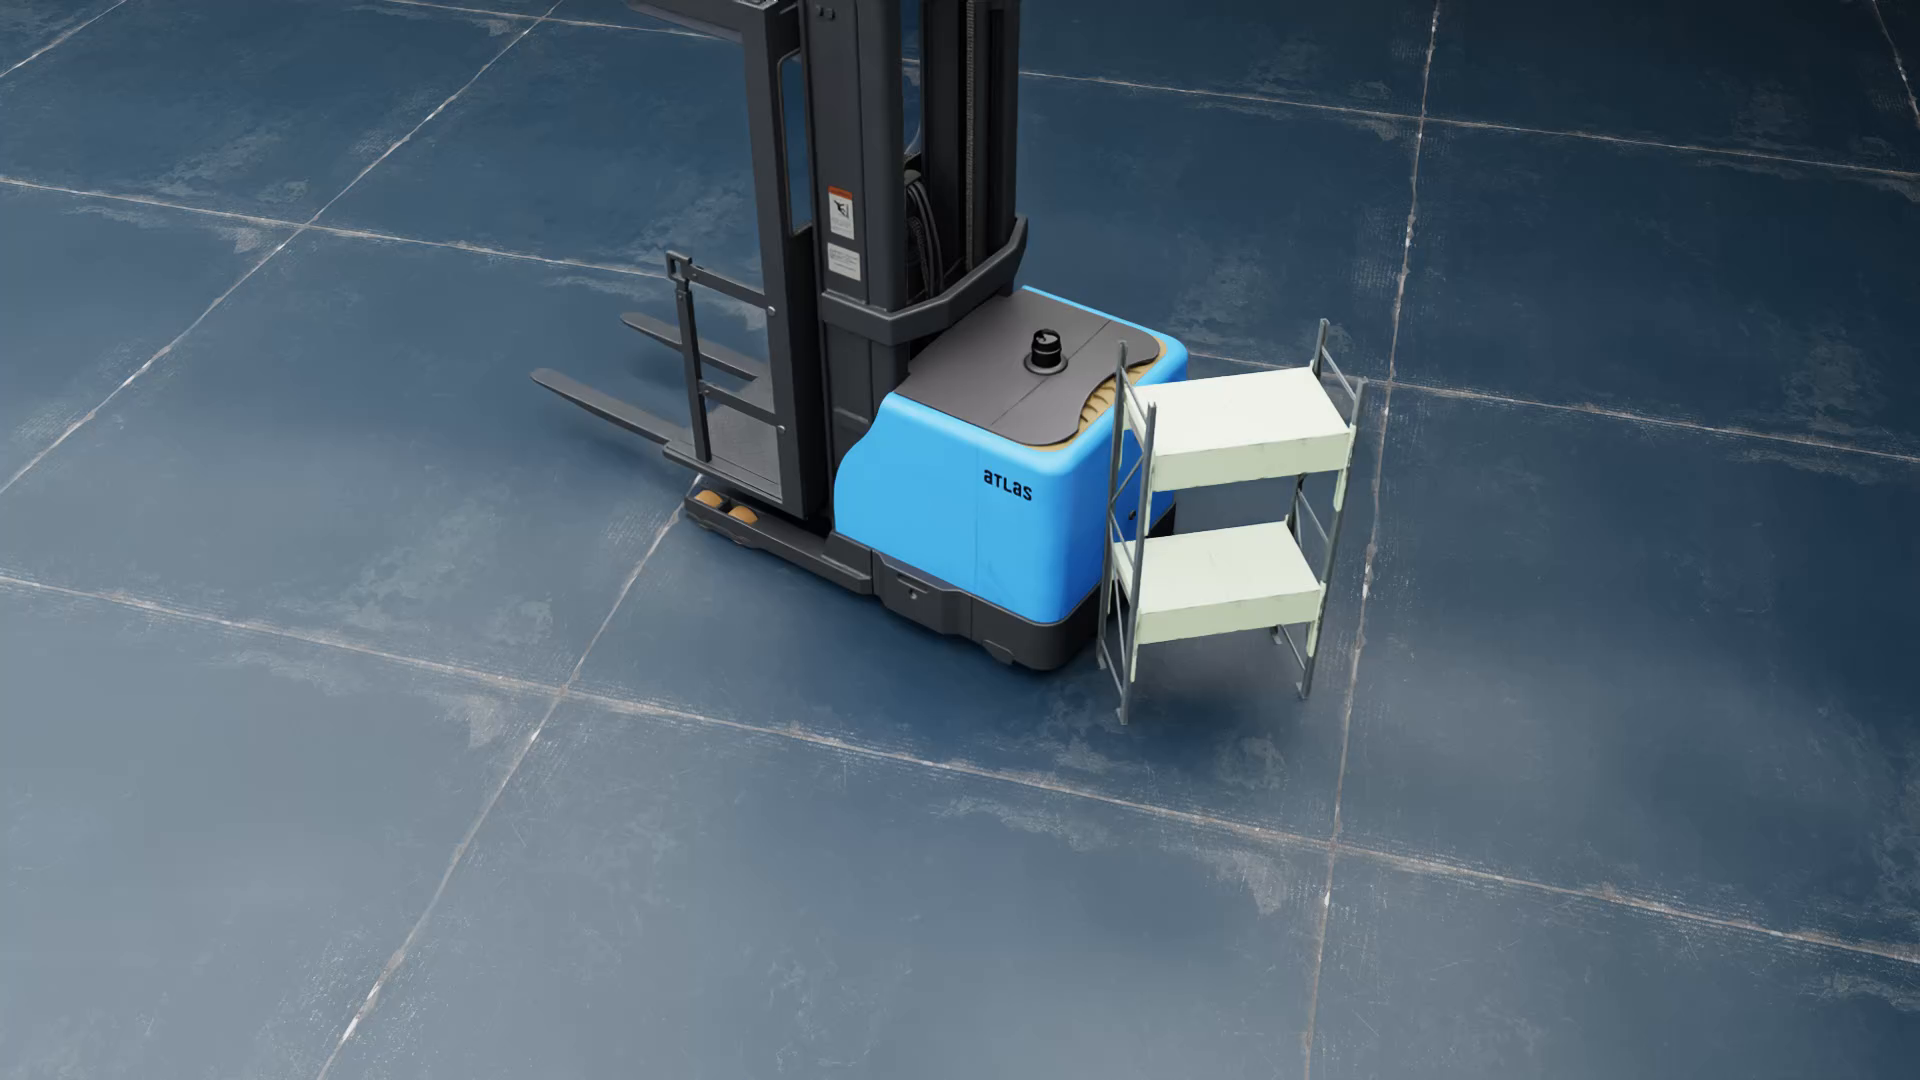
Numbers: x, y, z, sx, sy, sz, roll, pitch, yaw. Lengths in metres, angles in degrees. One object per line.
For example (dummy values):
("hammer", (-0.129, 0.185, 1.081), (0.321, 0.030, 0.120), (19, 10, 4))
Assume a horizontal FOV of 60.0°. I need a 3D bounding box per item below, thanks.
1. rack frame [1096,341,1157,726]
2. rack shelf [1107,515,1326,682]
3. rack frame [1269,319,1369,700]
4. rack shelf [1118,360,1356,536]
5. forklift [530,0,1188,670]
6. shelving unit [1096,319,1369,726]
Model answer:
("rack frame", (0.596, 0.014, 6.068), (0.023, 1.500, 0.400), (-7, 41, -8))
("rack shelf", (0.955, 0.218, 6.331), (0.720, 0.370, 0.431), (-7, 41, -8))
("rack frame", (1.315, -0.076, 6.174), (0.023, 1.500, 0.400), (-7, 41, -8))
("rack shelf", (0.955, -0.330, 5.870), (0.720, 0.370, 0.431), (-7, 41, -8))
("forklift", (-0.594, -1.357, 6.587), (3.031, 2.935, 1.130), (24, 46, 26))
("shelving unit", (0.955, -0.031, 6.121), (0.755, 1.500, 0.431), (-7, 41, -8))
